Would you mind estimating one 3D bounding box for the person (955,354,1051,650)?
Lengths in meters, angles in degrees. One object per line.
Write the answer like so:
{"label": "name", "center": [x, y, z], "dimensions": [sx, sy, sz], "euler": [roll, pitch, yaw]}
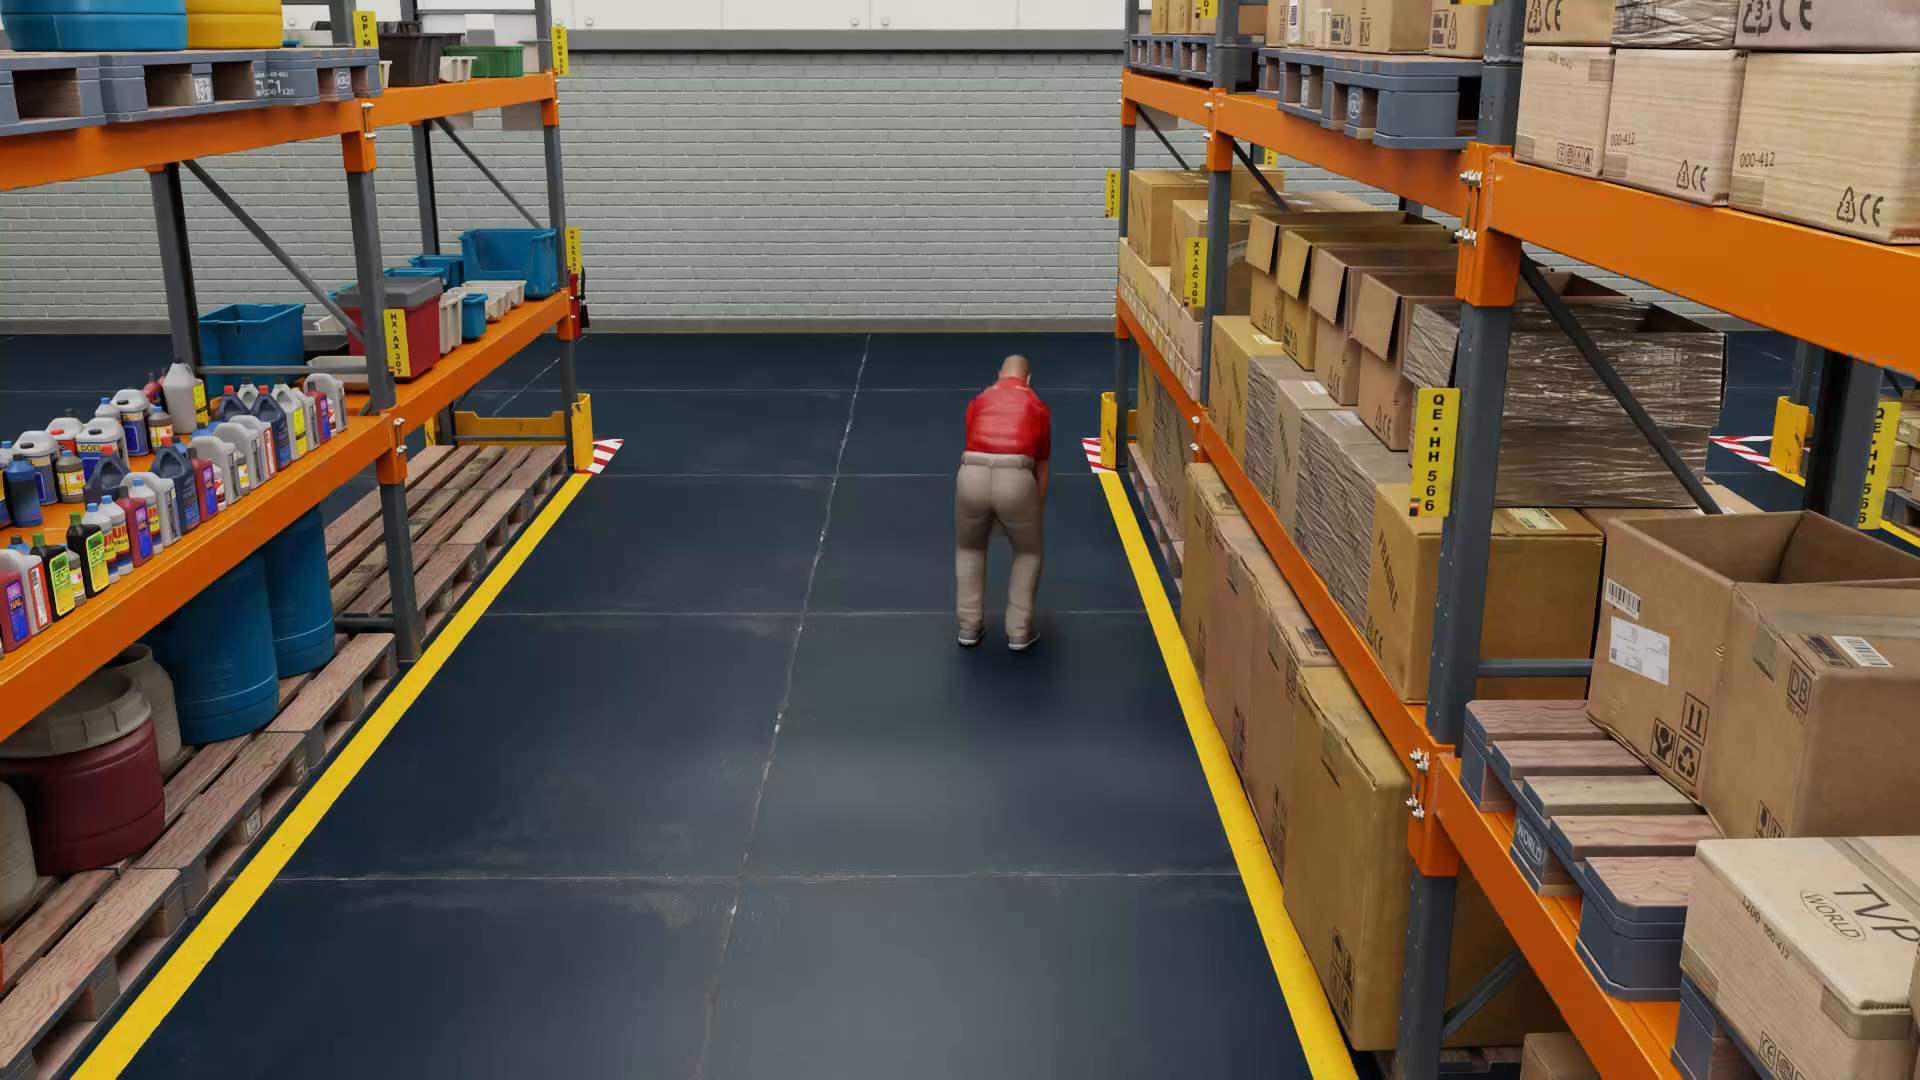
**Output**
{"label": "person", "center": [0.239, -0.208, 8.753], "dimensions": [0.478, 1.443, 0.833], "euler": [4, 17, 13]}
